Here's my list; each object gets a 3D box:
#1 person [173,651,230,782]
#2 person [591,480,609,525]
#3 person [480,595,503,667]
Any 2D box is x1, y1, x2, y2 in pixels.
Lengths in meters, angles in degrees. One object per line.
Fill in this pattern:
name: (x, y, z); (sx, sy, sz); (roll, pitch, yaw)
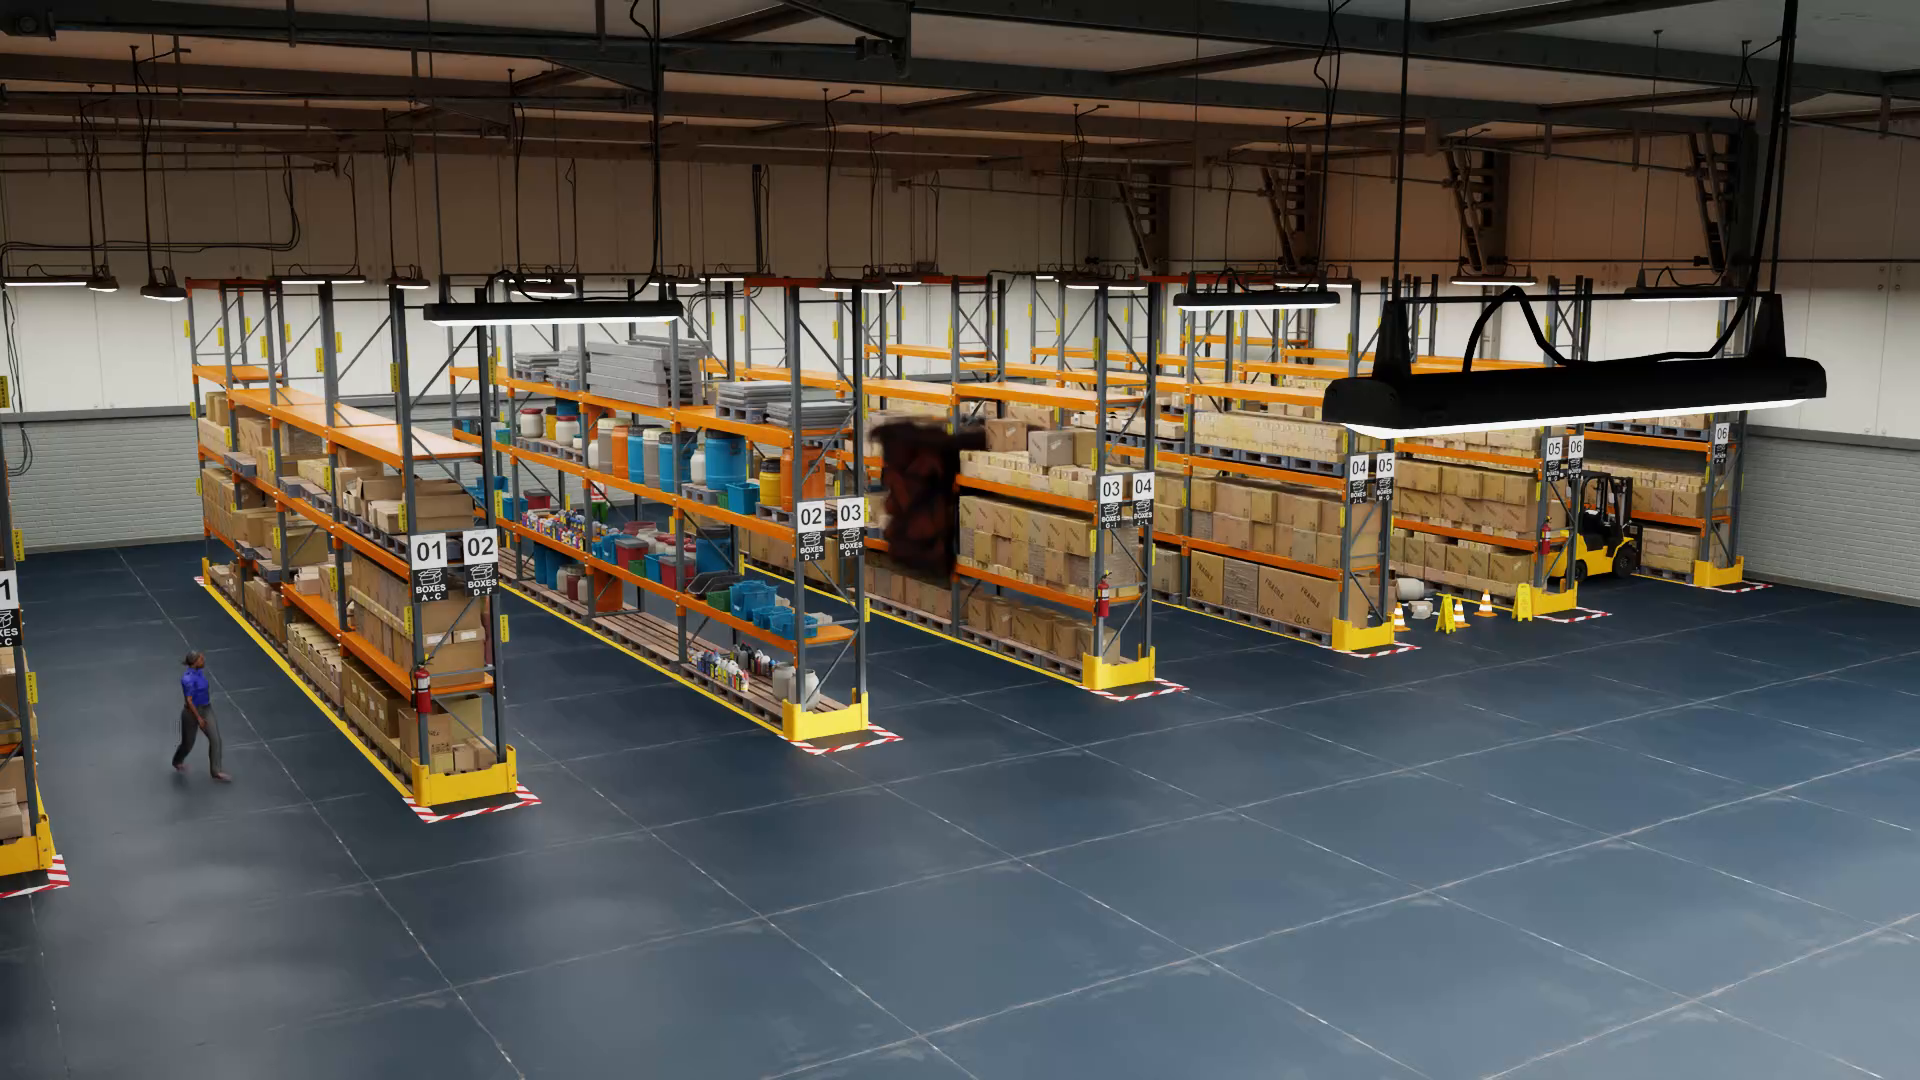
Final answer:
person: (-9.371, 2.148, 20.416); (0.850, 1.611, 0.401); (7, 12, 36)
person: (-8.219, -0.836, 37.646); (0.590, 1.815, 0.440); (-6, 11, -32)
person: (-7.374, 1.181, 26.019); (0.369, 1.710, 0.485); (-7, 12, -37)
